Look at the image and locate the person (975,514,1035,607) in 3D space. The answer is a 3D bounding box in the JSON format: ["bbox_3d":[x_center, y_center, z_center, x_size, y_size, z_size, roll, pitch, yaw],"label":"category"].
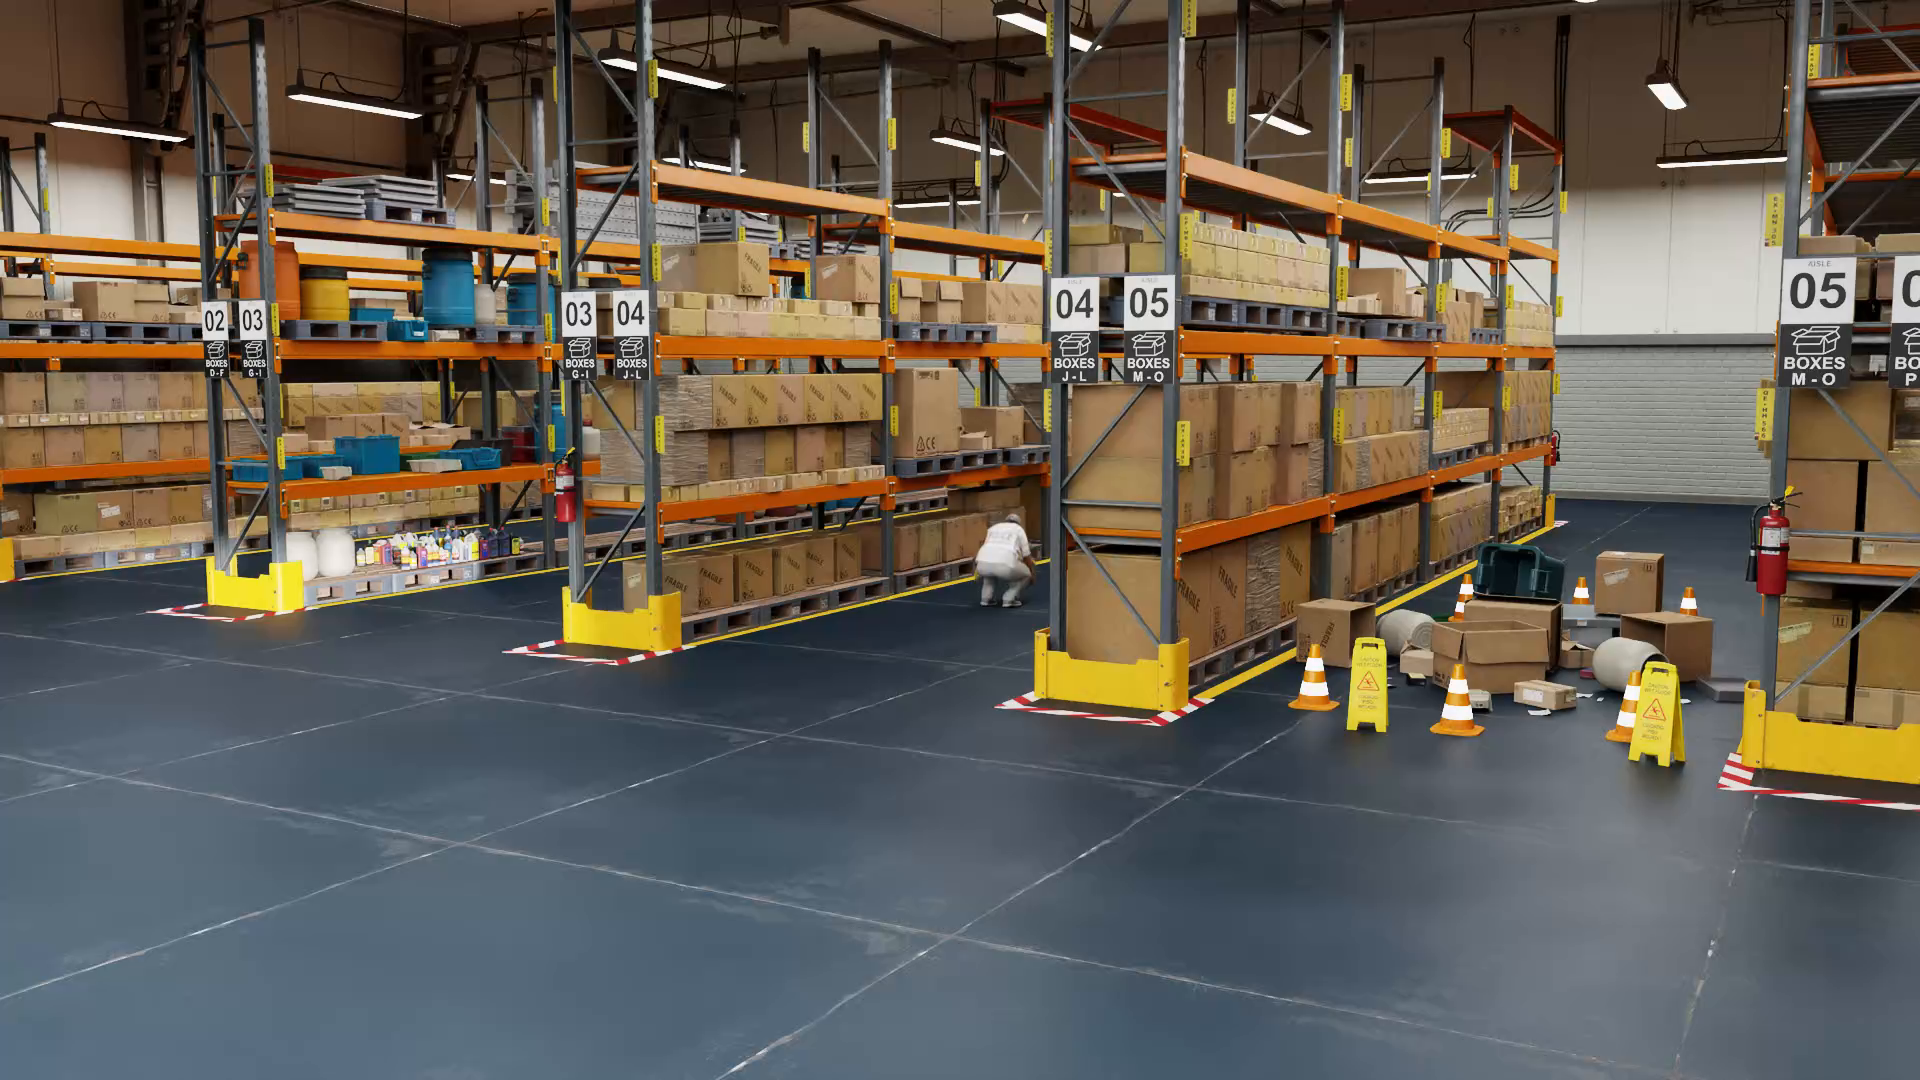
[{"bbox_3d":[0.485,0.225,17.717,0.508,0.949,0.877,3,7,27],"label":"person"}]
